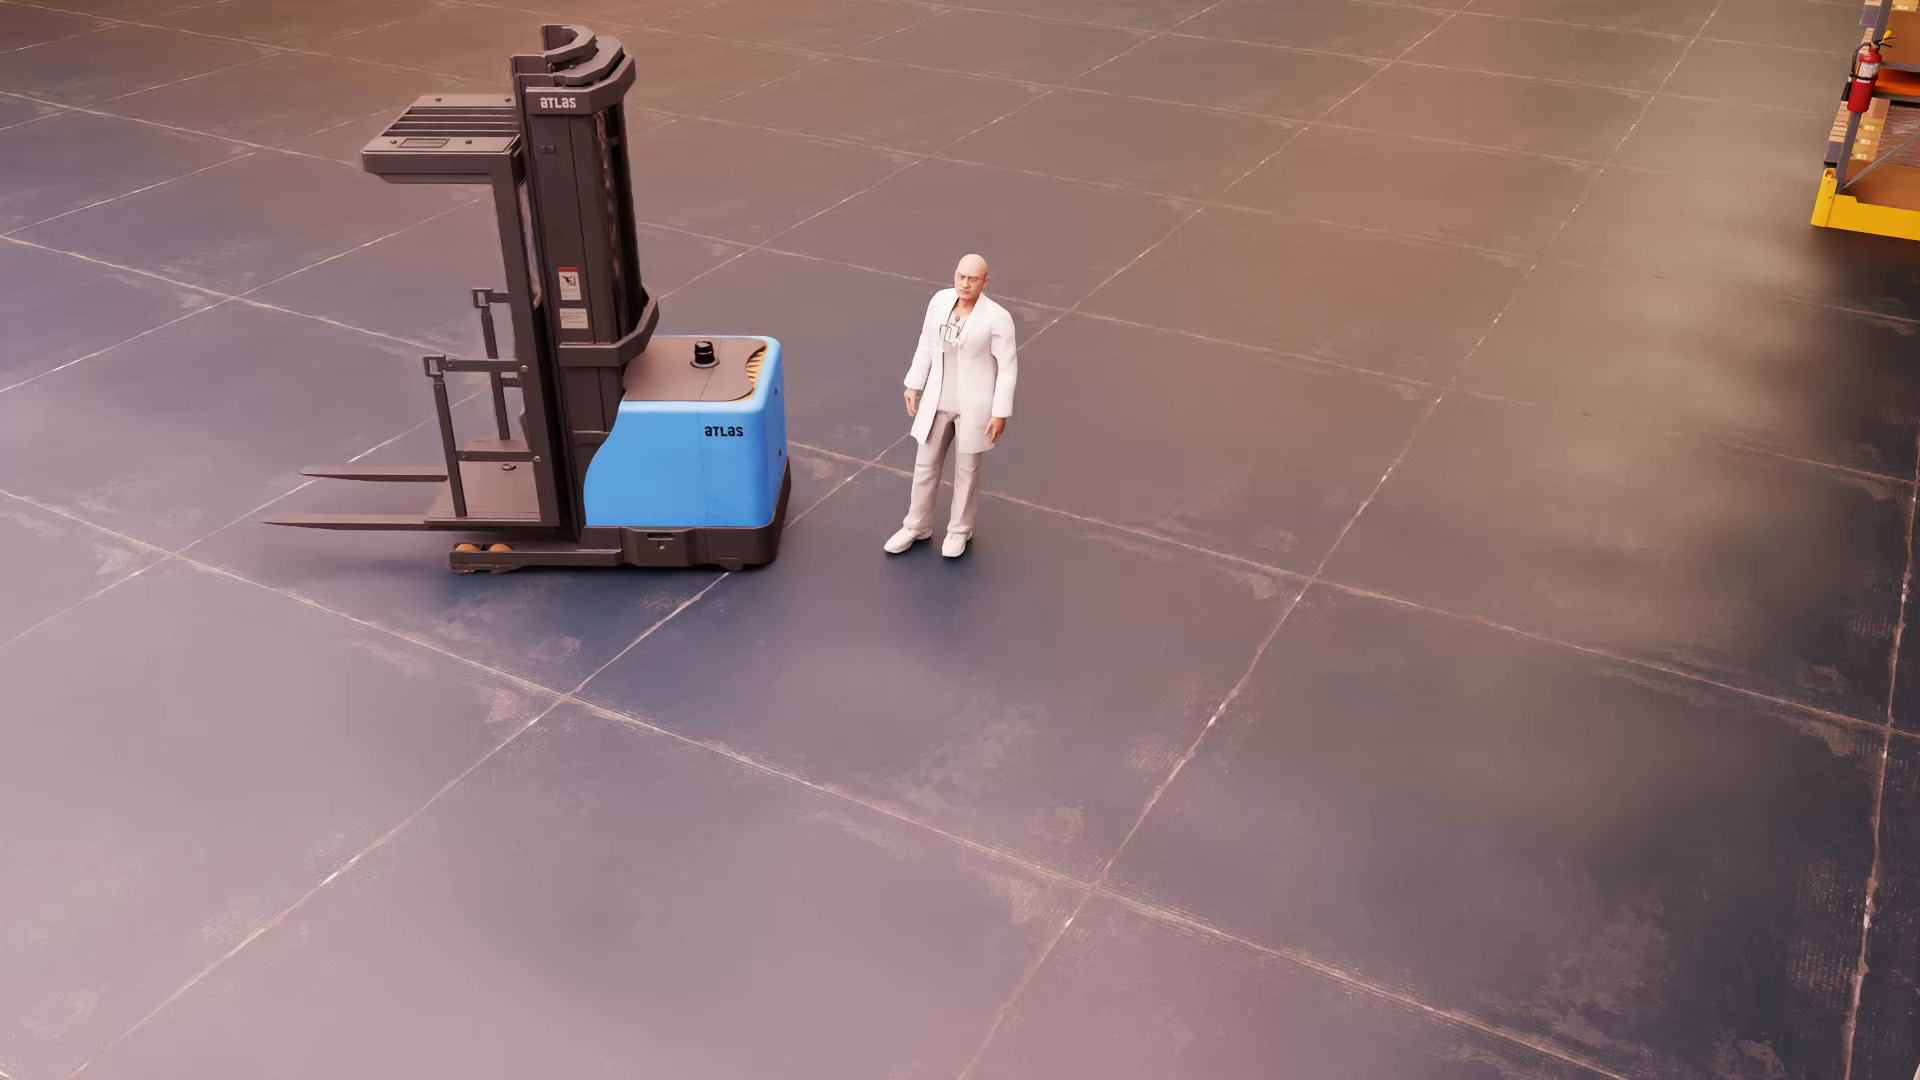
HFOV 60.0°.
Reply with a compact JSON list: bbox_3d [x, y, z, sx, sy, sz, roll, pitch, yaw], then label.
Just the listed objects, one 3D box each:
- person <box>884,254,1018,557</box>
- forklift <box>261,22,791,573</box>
[{"bbox_3d":[-0.048,-0.738,9.488,0.694,1.776,0.581,15,33,25],"label":"person"},{"bbox_3d":[-2.581,-1.340,9.392,3.031,2.935,1.130,0,30,1],"label":"forklift"}]
